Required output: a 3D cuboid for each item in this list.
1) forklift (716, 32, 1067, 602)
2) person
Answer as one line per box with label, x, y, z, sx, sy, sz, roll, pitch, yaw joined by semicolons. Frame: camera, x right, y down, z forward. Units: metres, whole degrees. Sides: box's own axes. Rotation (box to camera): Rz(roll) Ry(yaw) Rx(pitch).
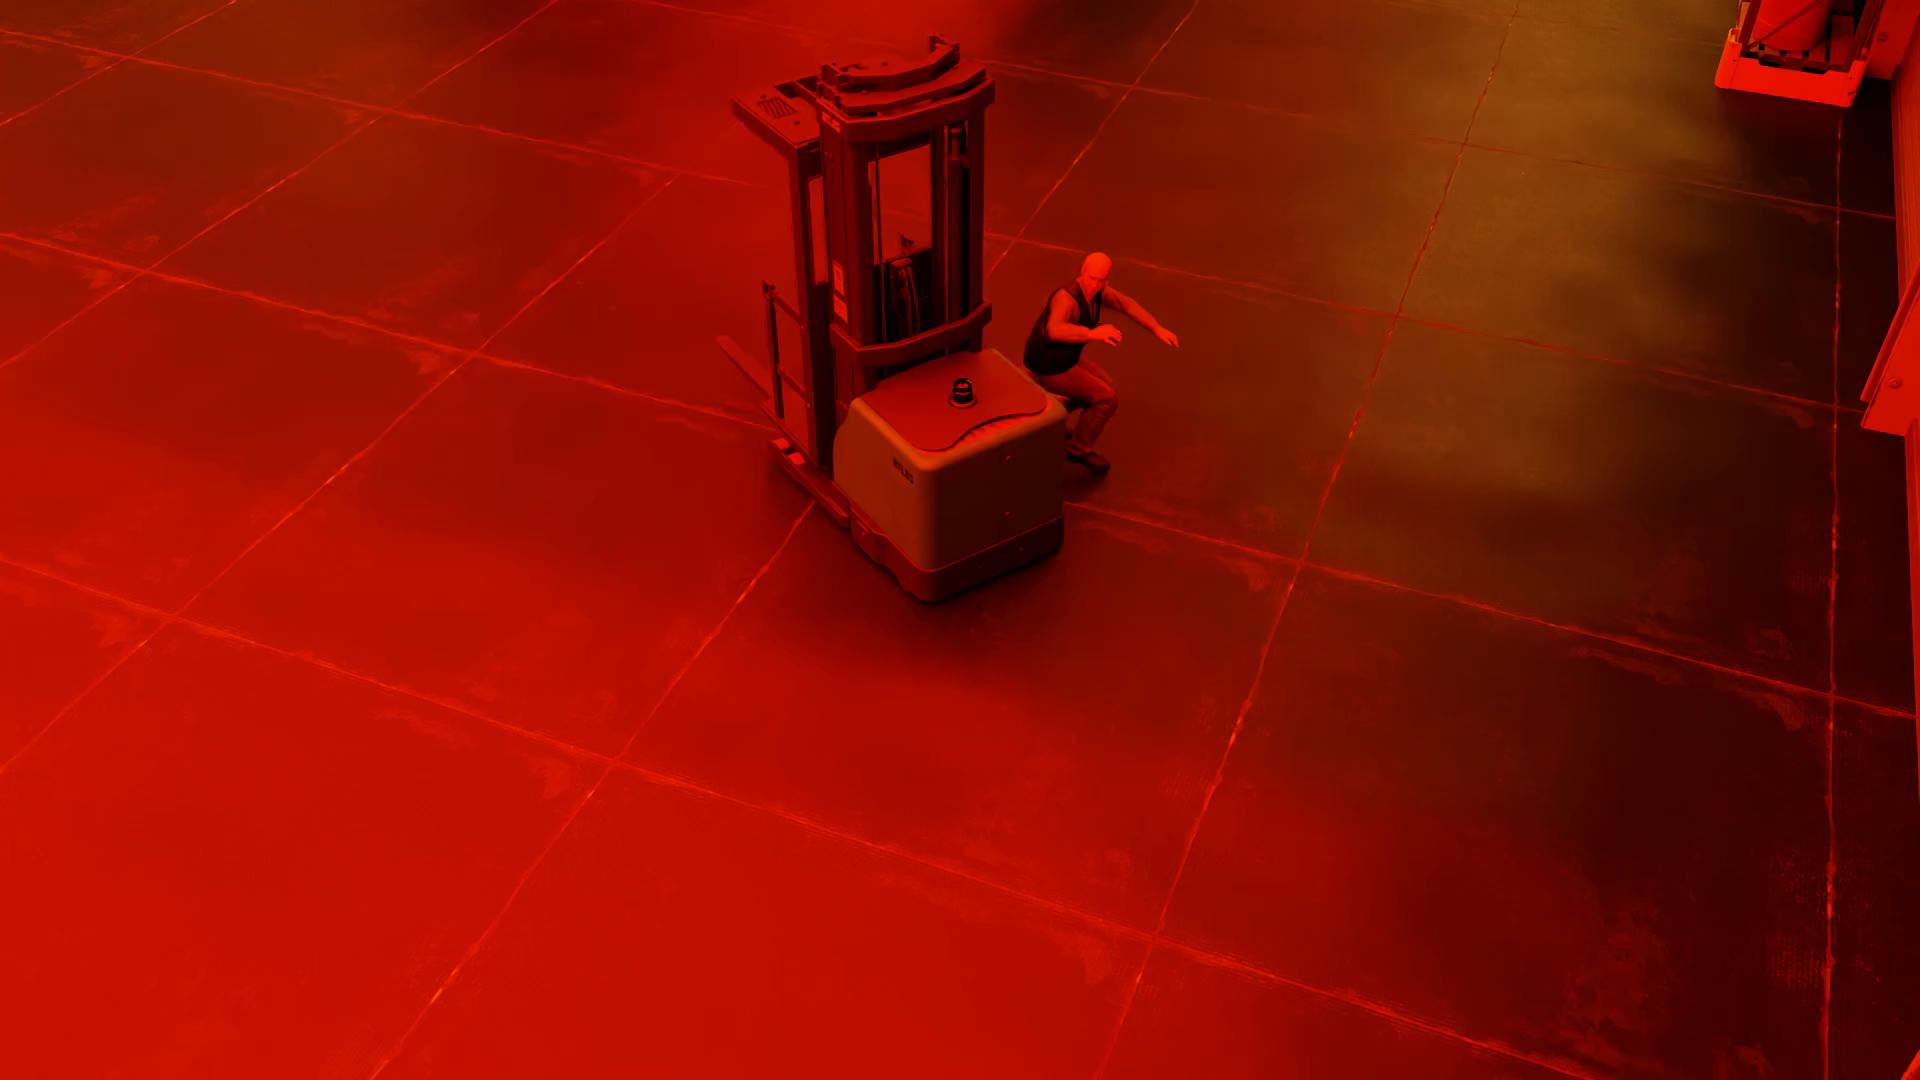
forklift;-0.598;-1.674;10.006;1.130;2.935;3.031;-23;45;-25
person;0.873;-1.128;10.487;0.958;1.453;0.767;8;41;9
